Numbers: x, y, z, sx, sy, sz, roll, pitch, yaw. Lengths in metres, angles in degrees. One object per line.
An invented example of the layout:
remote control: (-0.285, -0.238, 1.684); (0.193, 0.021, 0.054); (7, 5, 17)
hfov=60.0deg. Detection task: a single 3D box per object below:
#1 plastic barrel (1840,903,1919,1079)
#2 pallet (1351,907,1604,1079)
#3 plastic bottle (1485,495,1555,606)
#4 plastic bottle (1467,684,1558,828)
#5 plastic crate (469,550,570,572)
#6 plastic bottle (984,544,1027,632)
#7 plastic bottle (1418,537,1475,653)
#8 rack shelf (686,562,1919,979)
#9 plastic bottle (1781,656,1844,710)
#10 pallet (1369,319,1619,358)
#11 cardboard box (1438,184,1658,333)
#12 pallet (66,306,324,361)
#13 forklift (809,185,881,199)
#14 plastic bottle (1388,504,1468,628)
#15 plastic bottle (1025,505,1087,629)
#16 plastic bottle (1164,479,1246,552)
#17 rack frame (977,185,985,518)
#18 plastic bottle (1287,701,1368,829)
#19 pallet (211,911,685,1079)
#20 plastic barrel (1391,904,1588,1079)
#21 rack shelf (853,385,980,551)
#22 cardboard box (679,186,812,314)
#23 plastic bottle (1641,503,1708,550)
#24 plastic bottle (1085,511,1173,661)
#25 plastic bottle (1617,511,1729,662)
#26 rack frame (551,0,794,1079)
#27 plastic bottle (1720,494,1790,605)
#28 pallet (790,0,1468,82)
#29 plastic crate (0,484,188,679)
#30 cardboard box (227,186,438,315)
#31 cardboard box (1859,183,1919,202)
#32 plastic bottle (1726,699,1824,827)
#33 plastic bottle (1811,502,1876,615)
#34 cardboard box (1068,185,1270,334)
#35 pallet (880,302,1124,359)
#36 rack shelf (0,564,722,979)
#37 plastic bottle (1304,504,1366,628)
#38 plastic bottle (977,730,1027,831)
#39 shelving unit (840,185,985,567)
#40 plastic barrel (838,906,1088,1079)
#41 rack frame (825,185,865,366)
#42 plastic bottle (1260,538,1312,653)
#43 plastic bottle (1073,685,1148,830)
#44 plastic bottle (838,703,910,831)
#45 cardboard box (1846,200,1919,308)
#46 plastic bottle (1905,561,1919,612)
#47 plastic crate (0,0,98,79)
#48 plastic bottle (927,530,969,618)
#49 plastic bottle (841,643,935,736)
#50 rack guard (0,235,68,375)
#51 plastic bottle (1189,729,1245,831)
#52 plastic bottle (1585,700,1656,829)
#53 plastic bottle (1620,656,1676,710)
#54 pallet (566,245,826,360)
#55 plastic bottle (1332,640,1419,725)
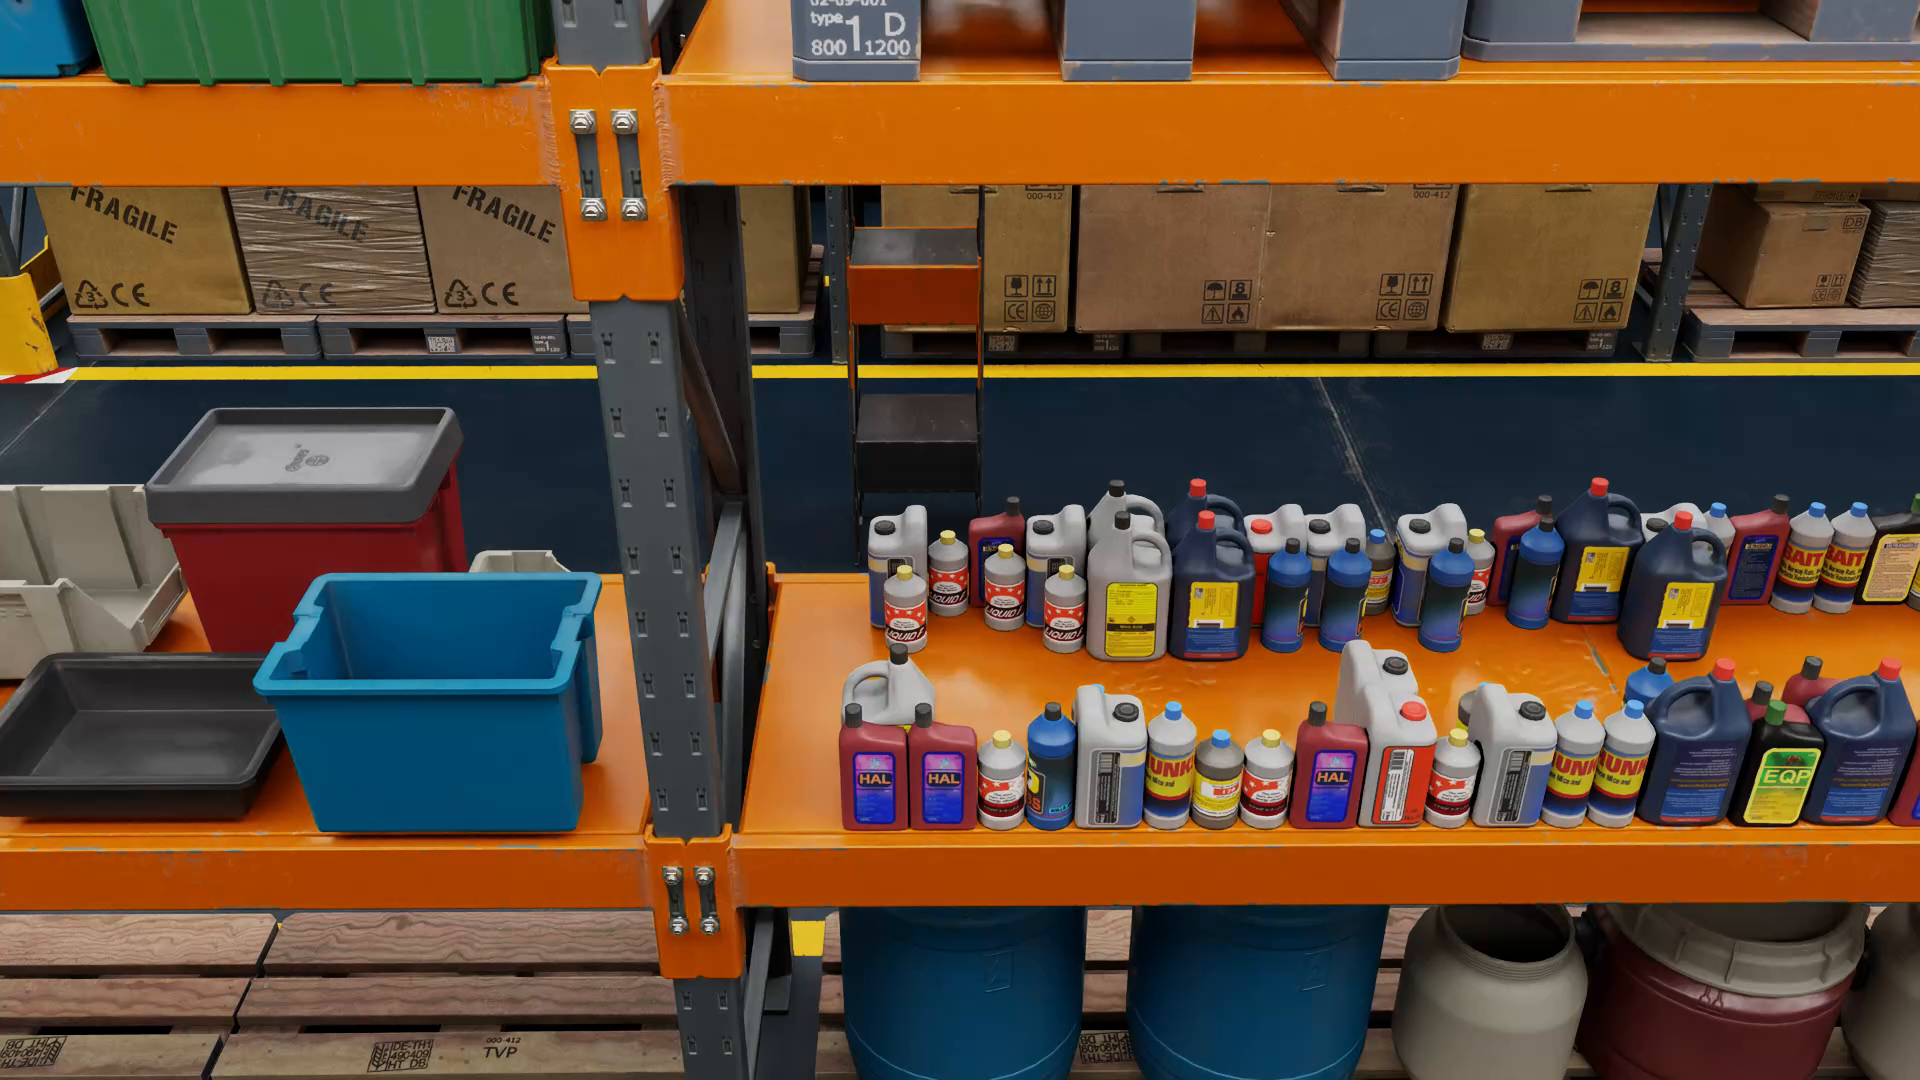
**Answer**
plastic barrel: (2.410, 1.101, 4.037); (0.421, 0.512, 0.421); (0, 31, 0)
pallet: (1.459, 1.377, 4.277); (1.213, 0.211, 1.003); (0, 31, 0)
plastic bottle: (1.323, 0.024, 3.931); (0.133, 0.283, 0.061); (0, 31, 0)
plastic bottle: (1.087, 0.417, 3.291); (0.135, 0.276, 0.152); (0, 31, 0)
plastic crate: (-1.003, 0.186, 3.749); (0.243, 0.136, 0.396); (0, 31, 0)
plastic bottle: (0.105, 0.104, 3.879); (0.097, 0.201, 0.097); (0, 31, 0)
plastic bottle: (1.111, 0.118, 3.788); (0.097, 0.271, 0.097); (0, 31, 0)
rack shelf: (1.464, 0.472, 3.773); (4.000, 0.370, 1.077); (0, 31, 0)
plastic bottle: (1.733, 0.360, 3.377); (0.133, 0.283, 0.061); (0, 31, 0)
pallet: (2.645, -1.255, 8.615); (1.213, 0.211, 1.003); (0, 31, 0)
cardboard box: (2.744, -1.690, 8.288); (0.875, 0.875, 1.225); (-2, 31, -3)
pallet: (-3.767, -1.236, 8.584); (1.213, 0.211, 1.003); (0, 31, 0)
forklift: (-0.714, -3.610, 9.874); (3.031, 2.935, 1.130); (-1, 31, -1)
plastic bottle: (1.092, 0.051, 3.893); (0.135, 0.276, 0.152); (0, 31, 0)
plastic bottle: (0.221, 0.054, 3.889); (0.135, 0.276, 0.152); (0, 31, 0)
plastic bottle: (0.566, 0.019, 3.874); (0.185, 0.351, 0.144); (0, 31, 0)
rack frame: (0.078, -0.898, 6.206); (0.015, 2.100, 0.400); (0, 31, 0)
plastic bottle: (0.721, 0.438, 3.248); (0.133, 0.283, 0.061); (0, 31, 0)
pallet: (-1.271, 1.386, 4.263); (1.213, 0.211, 1.003); (0, 31, 0)
plastic barrel: (1.281, 1.105, 4.031); (0.421, 0.512, 0.421); (0, 31, 0)
rack shelf: (-0.166, -0.287, 6.575); (0.480, 0.518, 0.431); (0, 31, 0)
cardboard box: (-1.227, -1.709, 8.318); (0.875, 0.875, 0.875); (0, 31, 0)
plastic bottle: (1.642, 0.050, 3.896); (0.135, 0.276, 0.152); (0, 31, 0)
plastic bottle: (0.382, 0.094, 3.750); (0.185, 0.351, 0.144); (0, 31, 0)
plastic bottle: (1.618, 0.095, 3.750); (0.185, 0.351, 0.144); (0, 31, 0)
rack frame: (-0.536, 0.171, 3.576); (0.127, 3.000, 1.000); (0, 31, 0)
plastic bottle: (1.873, 0.022, 3.934); (0.133, 0.283, 0.061); (0, 31, 0)
pallet: (0.247, -1.084, 2.935); (1.003, 0.211, 1.213); (0, 31, 0)
plastic crate: (-2.064, 0.105, 3.741); (0.530, 0.282, 0.437); (0, 31, 0)
cardboard box: (-3.017, -1.703, 8.309); (0.875, 0.875, 0.875); (0, 31, 0)
cardboard box: (4.634, -1.875, 8.212); (0.500, 0.250, 0.500); (3, 31, 5)
plastic bottle: (1.601, 0.436, 3.253); (0.133, 0.283, 0.061); (0, 31, 0)
plastic bottle: (2.086, 0.036, 3.923); (0.097, 0.271, 0.097); (0, 31, 0)
cardboard box: (0.967, -1.685, 8.279); (0.875, 0.875, 1.225); (-1, 31, -2)
pallet: (0.205, -1.247, 8.602); (1.213, 0.211, 1.003); (0, 31, 0)
rack shelf: (-2.536, 0.485, 3.753); (4.000, 0.370, 1.077); (0, 31, 0)
plastic bottle: (0.860, 0.052, 3.892); (0.135, 0.276, 0.152); (0, 31, 0)
plastic bottle: (0.082, 0.466, 3.282); (0.097, 0.201, 0.097); (0, 31, 0)
shelving unit: (-0.166, -0.897, 6.205); (0.503, 2.100, 0.431); (0, 31, 0)
plastic barrel: (0.008, 0.896, 4.000); (0.708, 0.901, 0.600); (0, 31, 0)
rack frame: (-0.566, -2.398, 7.811); (0.127, 3.000, 1.000); (0, 31, 0)
plastic bottle: (0.745, 0.119, 3.786); (0.097, 0.271, 0.097); (0, 31, 0)
plastic bottle: (0.295, 0.419, 3.287); (0.135, 0.276, 0.152); (0, 31, 0)
plastic bottle: (-0.167, 0.441, 3.244); (0.133, 0.283, 0.061); (0, 31, 0)
cardboard box: (4.658, -1.551, 8.400); (0.500, 0.500, 0.700); (-3, 31, -4)
plastic bottle: (2.317, 0.065, 3.942); (0.097, 0.201, 0.097); (0, 31, 0)
plastic crate: (-1.445, -0.871, 2.564); (0.300, 0.233, 0.416); (0, 31, 0)
plastic bottle: (-0.028, 0.073, 3.930); (0.097, 0.201, 0.097); (0, 31, 0)
plastic bottle: (-0.142, 0.359, 3.314); (0.185, 0.351, 0.144); (0, 31, 0)
rack guard: (-4.590, -1.317, 8.438); (0.348, 0.500, 1.175); (0, 31, 0)
plastic bottle: (0.508, 0.465, 3.284); (0.097, 0.201, 0.097); (0, 31, 0)
plastic bottle: (1.300, 0.432, 3.270); (0.097, 0.271, 0.097); (0, 31, 0)
plastic bottle: (1.397, 0.357, 3.394); (0.097, 0.271, 0.097); (0, 31, 0)
pallet: (-1.327, -1.244, 8.597); (1.213, 0.211, 1.003); (0, 31, 0)
plastic bottle: (0.854, 0.339, 3.420); (0.135, 0.276, 0.152); (0, 31, 0)
